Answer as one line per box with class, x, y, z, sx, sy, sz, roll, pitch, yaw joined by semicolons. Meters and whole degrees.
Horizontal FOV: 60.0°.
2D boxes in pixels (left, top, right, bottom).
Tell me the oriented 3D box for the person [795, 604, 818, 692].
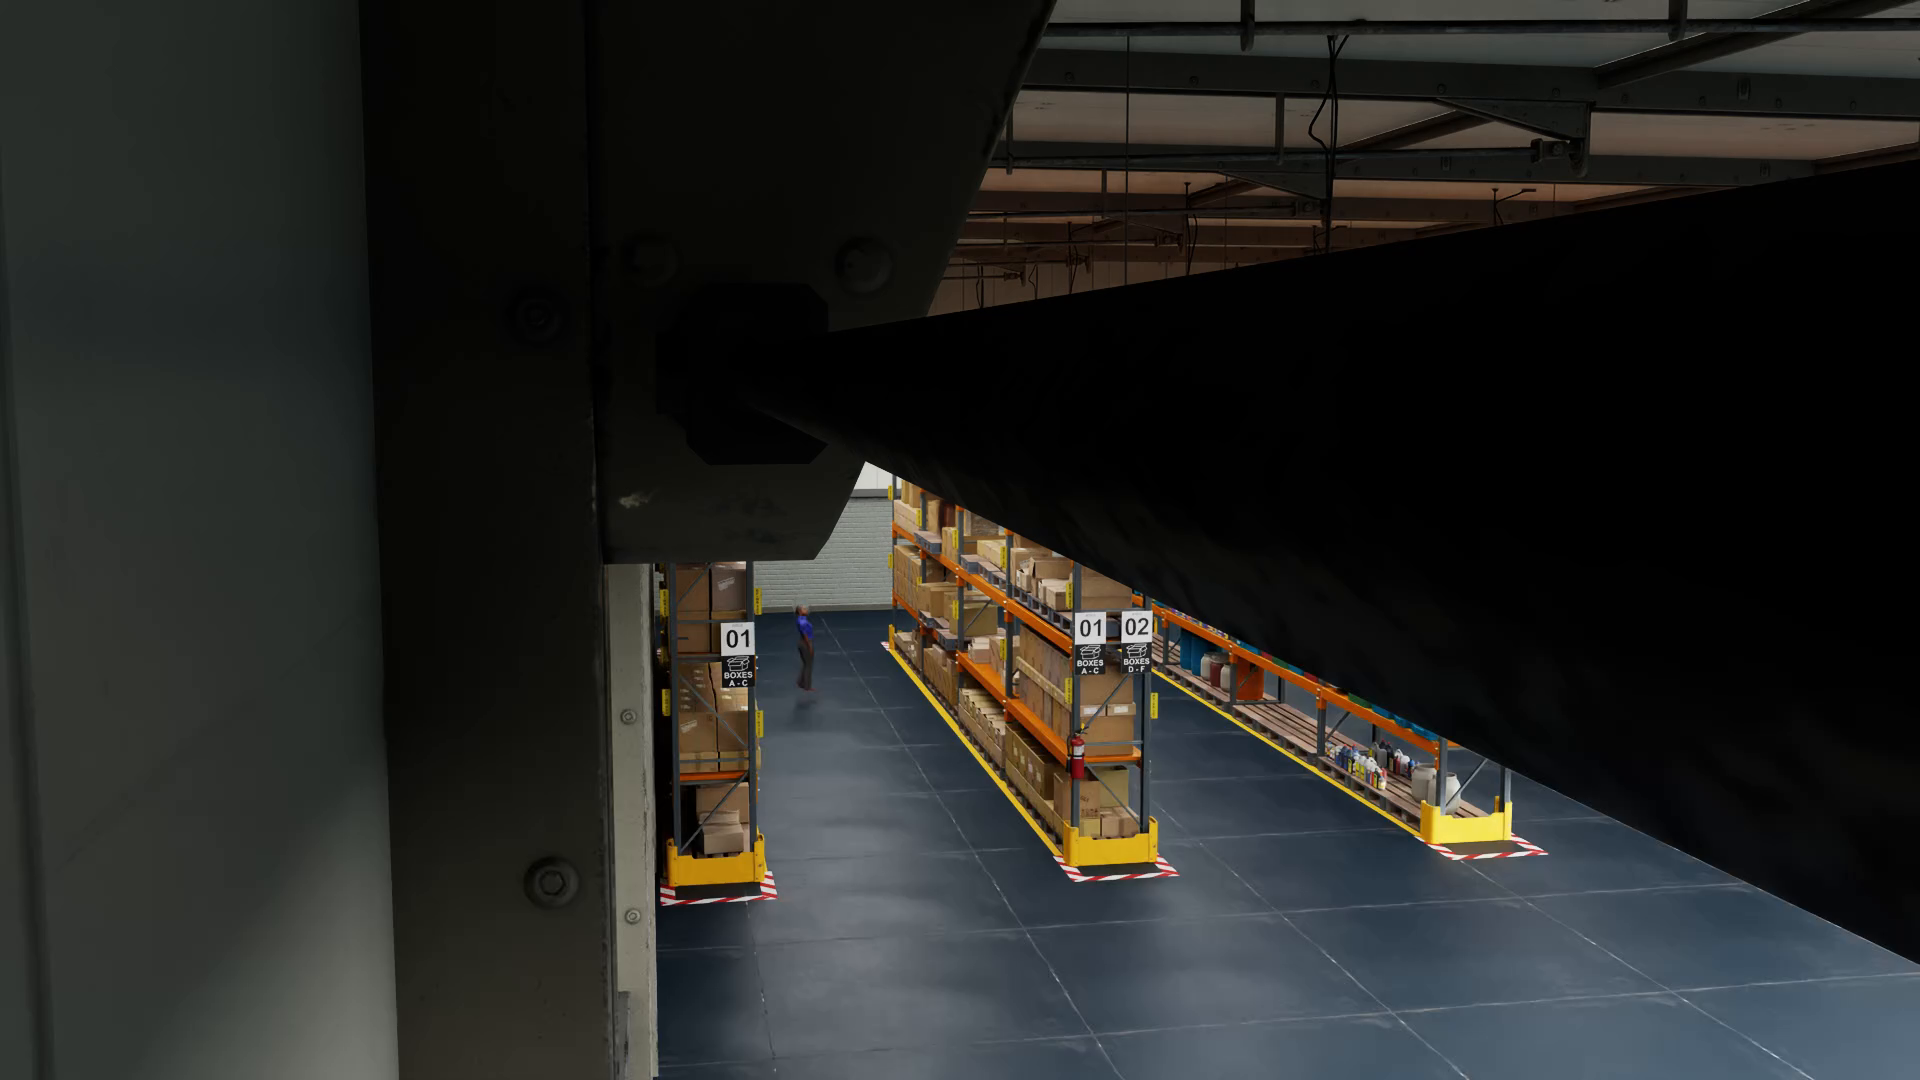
person;-2.848;2.012;30.955;0.389;1.634;0.507;-3;7;-26
